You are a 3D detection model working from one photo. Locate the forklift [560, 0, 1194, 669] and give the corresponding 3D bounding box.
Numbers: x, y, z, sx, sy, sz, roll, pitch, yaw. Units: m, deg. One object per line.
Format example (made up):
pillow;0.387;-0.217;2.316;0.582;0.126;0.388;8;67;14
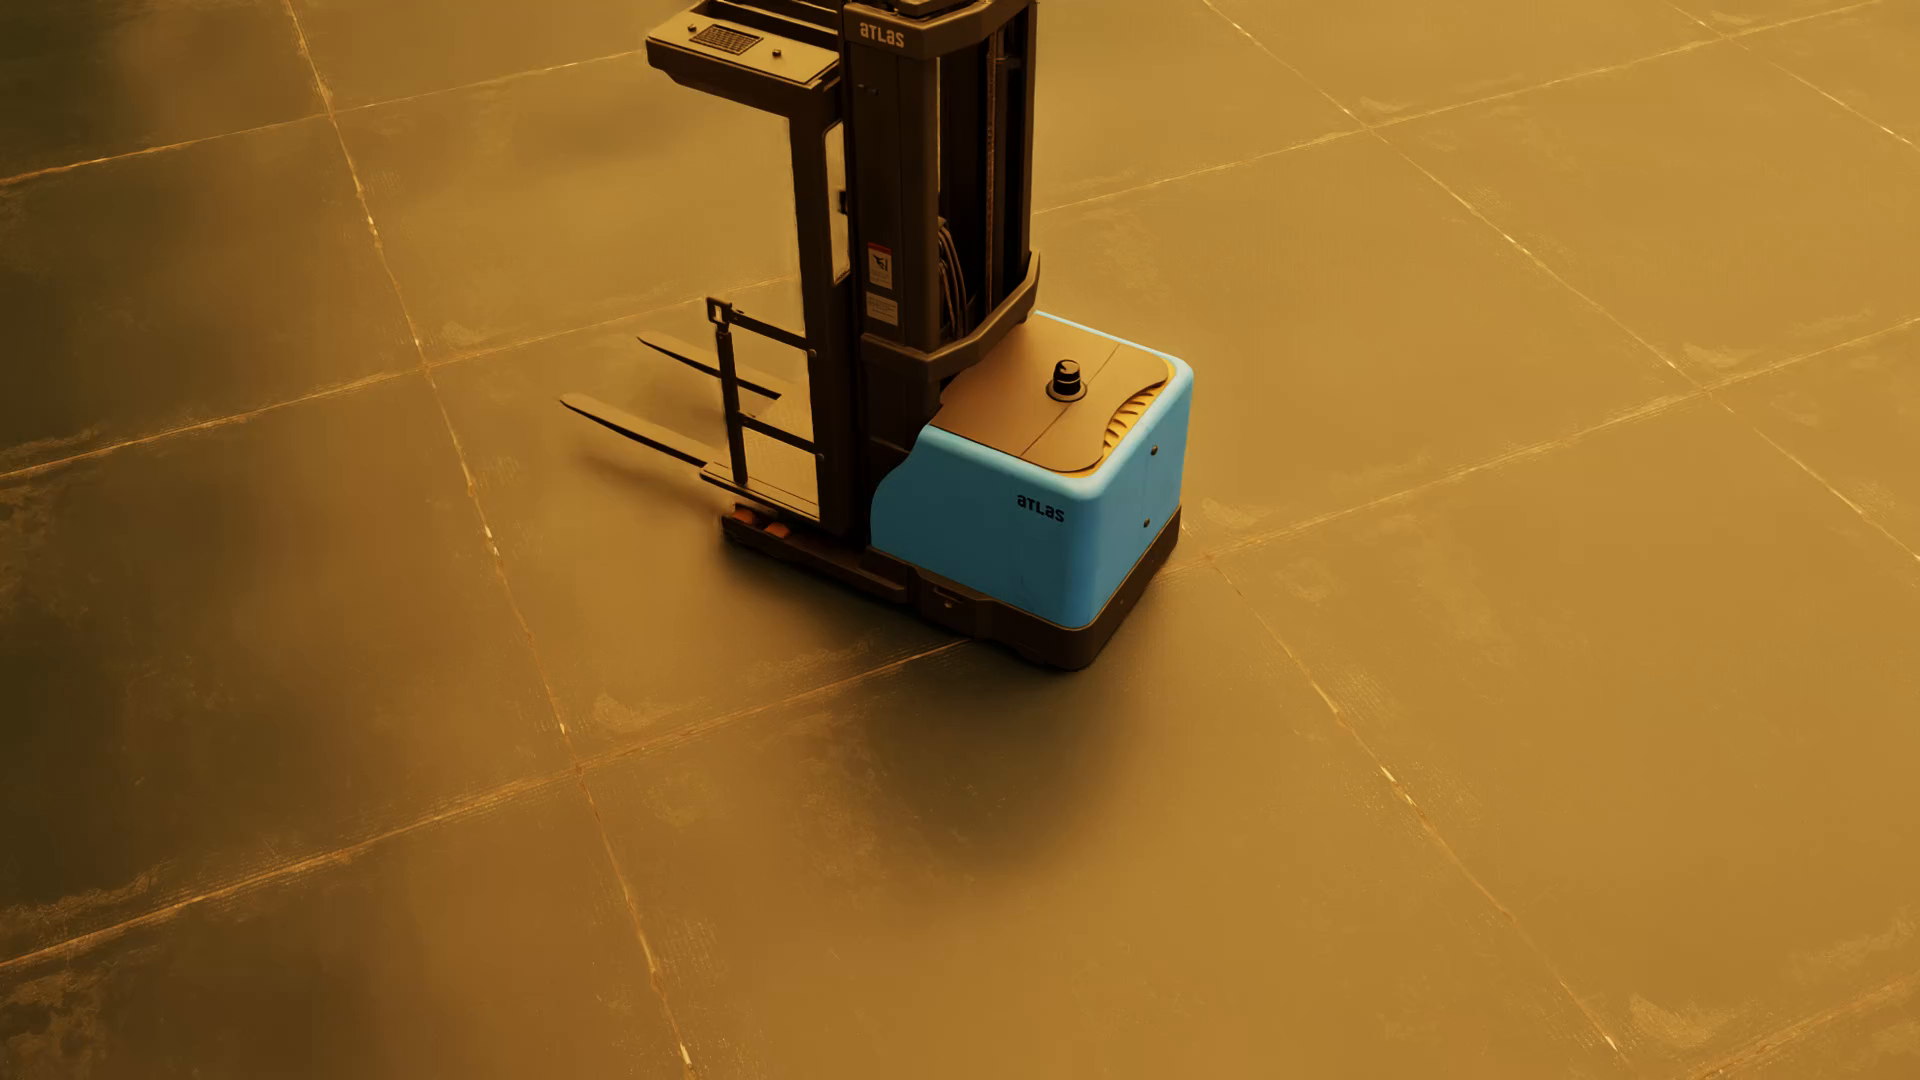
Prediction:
forklift;-0.519;-1.274;7.045;3.031;2.935;1.130;22;47;22
